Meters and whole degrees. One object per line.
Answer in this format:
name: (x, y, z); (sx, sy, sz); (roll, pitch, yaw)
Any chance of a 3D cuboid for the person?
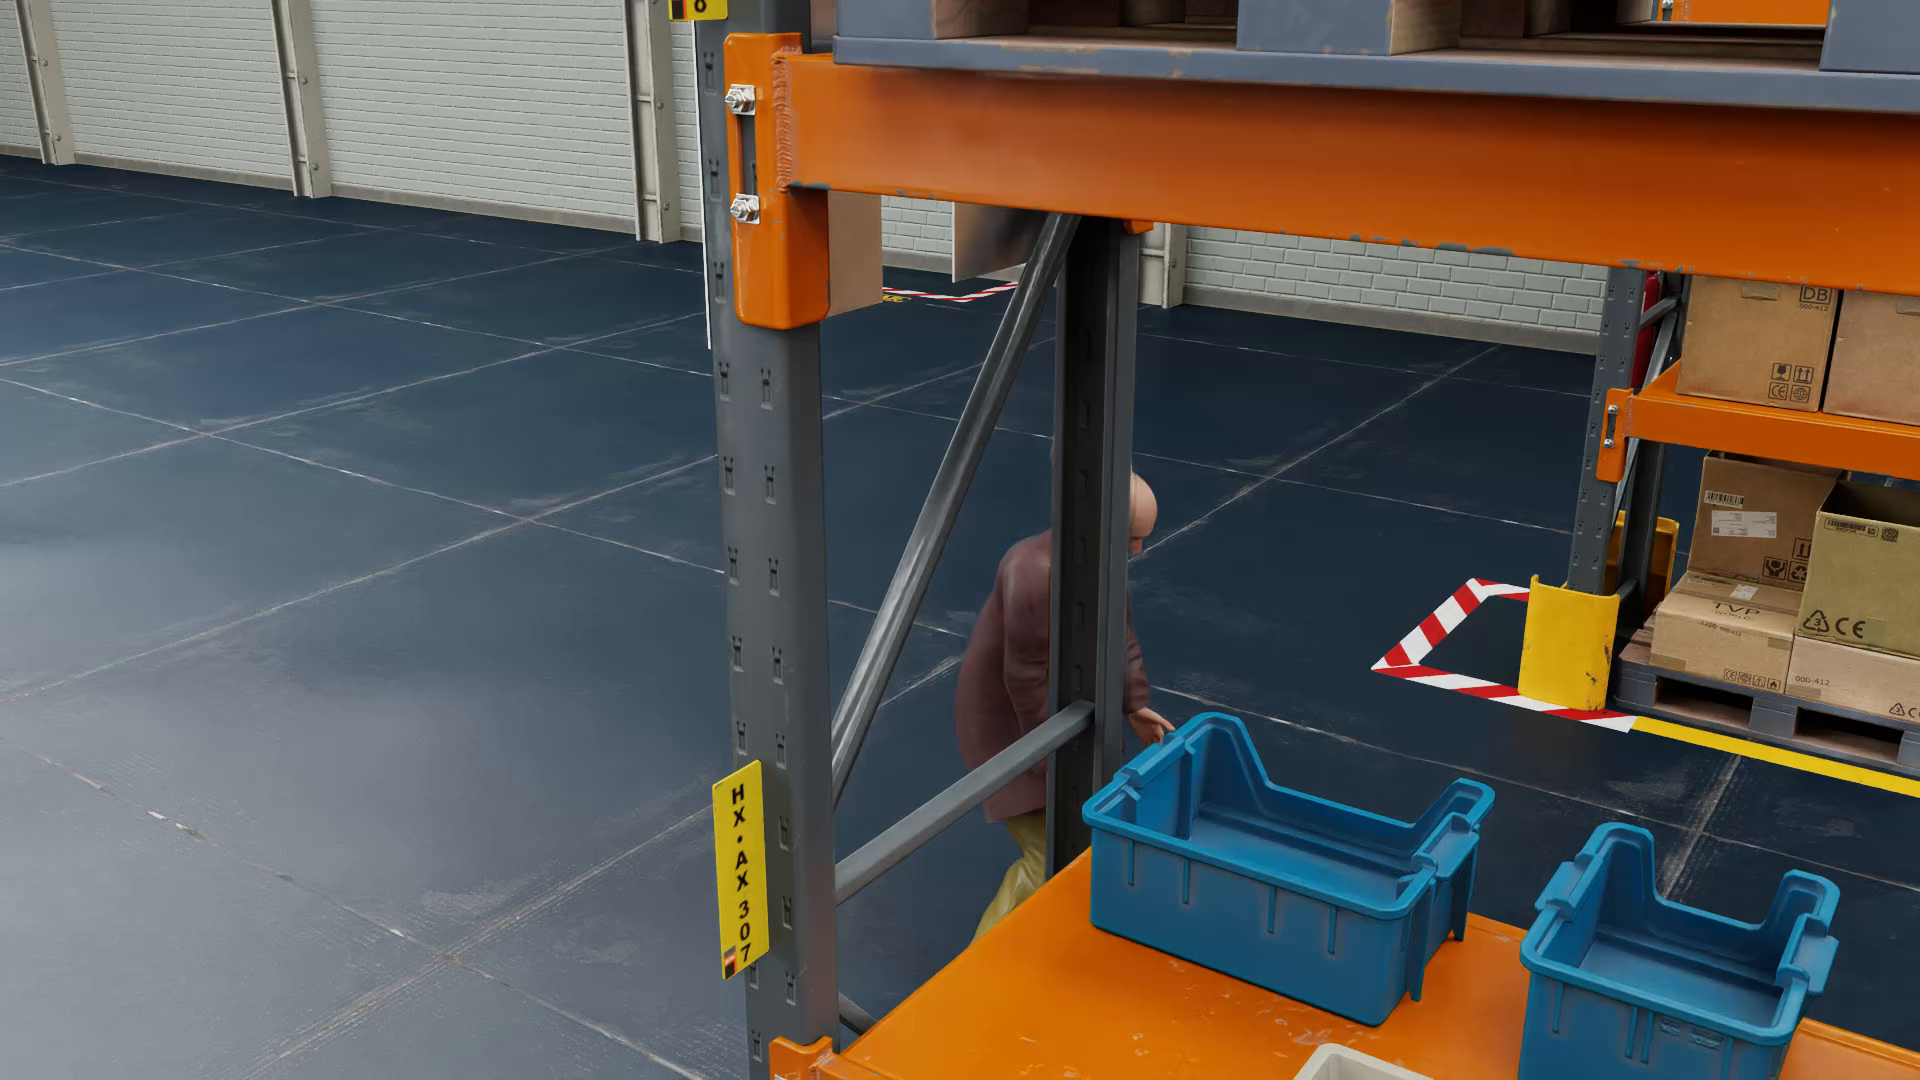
person: (0.283, 0.539, 4.834); (0.564, 1.611, 0.620); (13, 23, 33)
